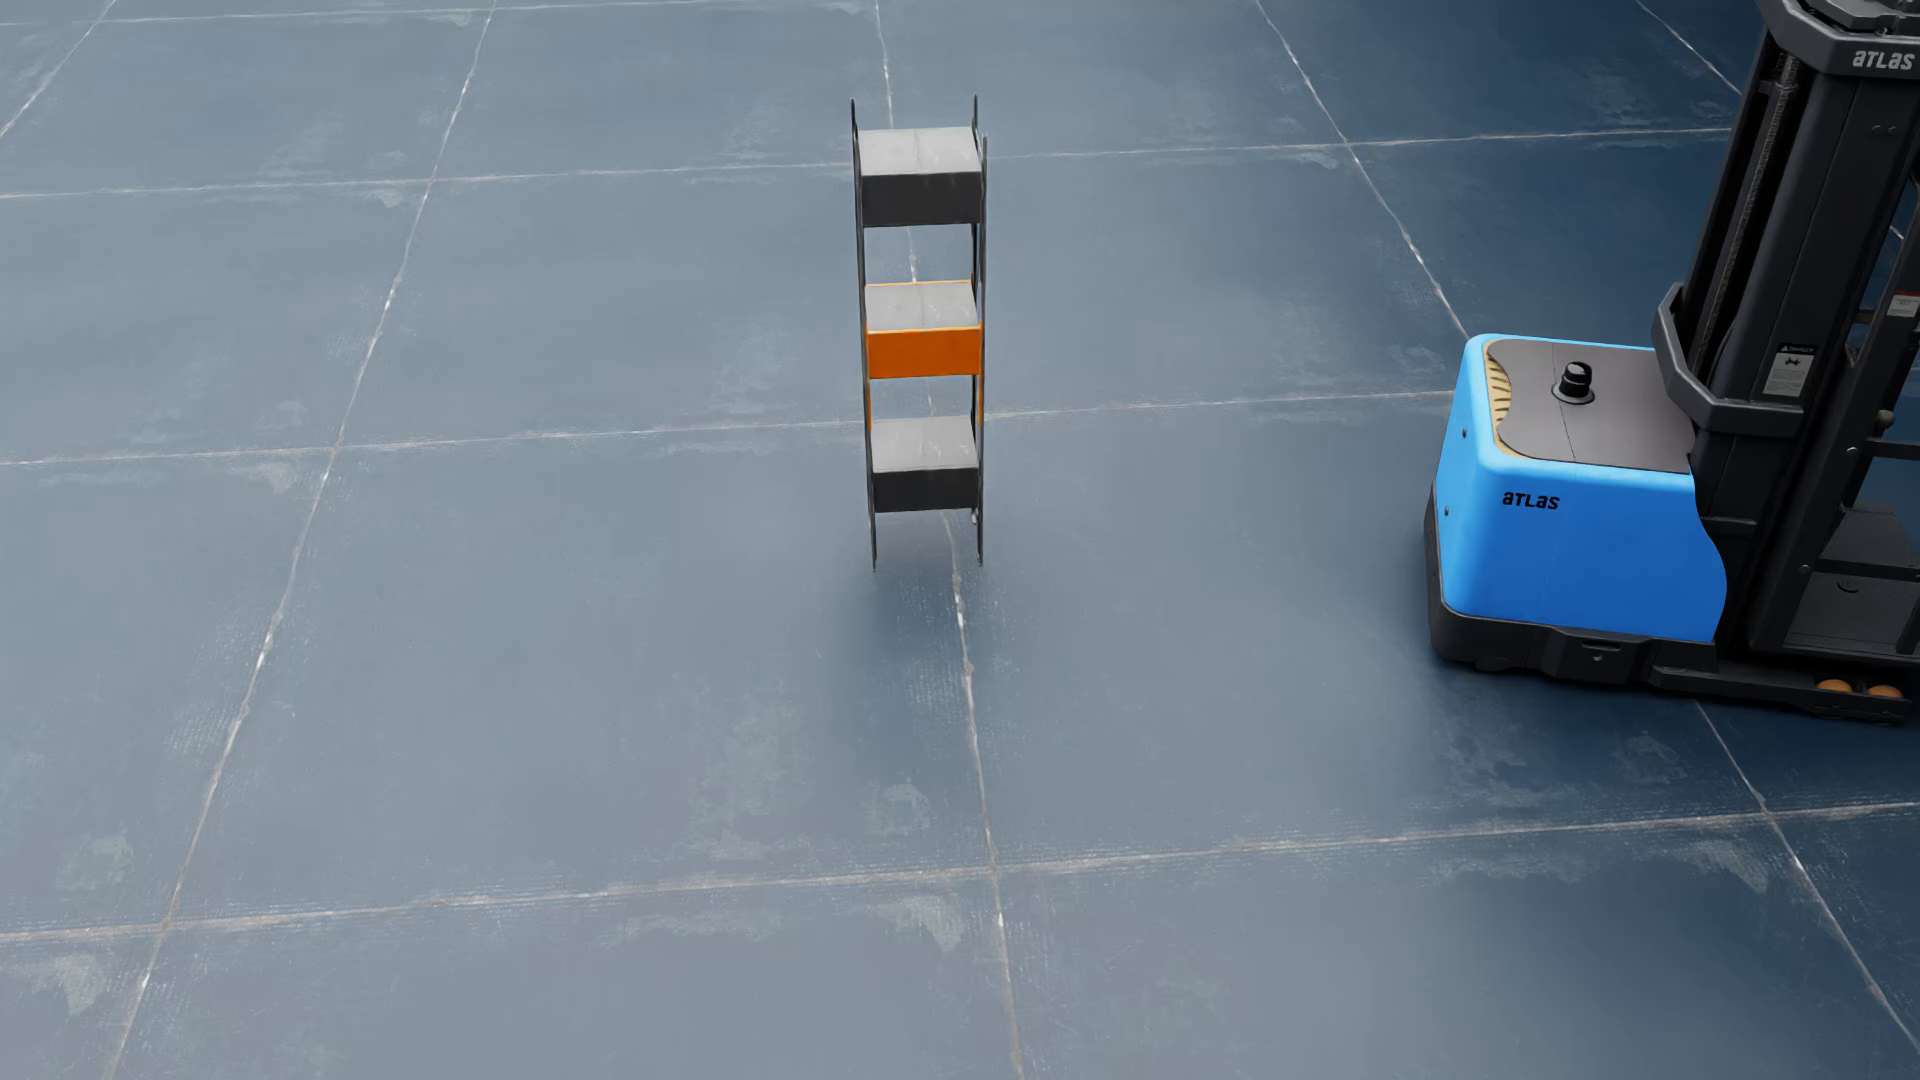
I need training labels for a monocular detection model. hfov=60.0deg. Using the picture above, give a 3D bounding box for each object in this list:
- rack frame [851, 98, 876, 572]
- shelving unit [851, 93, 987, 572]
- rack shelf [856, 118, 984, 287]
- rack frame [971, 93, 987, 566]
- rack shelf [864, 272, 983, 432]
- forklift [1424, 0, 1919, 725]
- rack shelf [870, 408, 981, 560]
[{"bbox_3d":[-0.408,-0.802,7.071,0.015,2.100,0.400,-3,38,-4],"label":"rack frame"},{"bbox_3d":[-0.165,-0.815,7.088,0.503,2.100,0.431,-3,38,-4],"label":"shelving unit"},{"bbox_3d":[-0.165,-1.354,6.663,0.480,0.518,0.431,-3,38,-4],"label":"rack shelf"},{"bbox_3d":[0.078,-0.829,7.105,0.015,2.100,0.400,-3,38,-4],"label":"rack frame"},{"bbox_3d":[-0.165,-0.805,7.097,0.480,0.518,0.431,-3,38,-4],"label":"rack shelf"},{"bbox_3d":[3.573,-0.752,6.337,3.031,2.935,1.130,6,39,8],"label":"forklift"},{"bbox_3d":[-0.165,-0.255,7.530,0.480,0.518,0.431,-3,38,-4],"label":"rack shelf"}]
